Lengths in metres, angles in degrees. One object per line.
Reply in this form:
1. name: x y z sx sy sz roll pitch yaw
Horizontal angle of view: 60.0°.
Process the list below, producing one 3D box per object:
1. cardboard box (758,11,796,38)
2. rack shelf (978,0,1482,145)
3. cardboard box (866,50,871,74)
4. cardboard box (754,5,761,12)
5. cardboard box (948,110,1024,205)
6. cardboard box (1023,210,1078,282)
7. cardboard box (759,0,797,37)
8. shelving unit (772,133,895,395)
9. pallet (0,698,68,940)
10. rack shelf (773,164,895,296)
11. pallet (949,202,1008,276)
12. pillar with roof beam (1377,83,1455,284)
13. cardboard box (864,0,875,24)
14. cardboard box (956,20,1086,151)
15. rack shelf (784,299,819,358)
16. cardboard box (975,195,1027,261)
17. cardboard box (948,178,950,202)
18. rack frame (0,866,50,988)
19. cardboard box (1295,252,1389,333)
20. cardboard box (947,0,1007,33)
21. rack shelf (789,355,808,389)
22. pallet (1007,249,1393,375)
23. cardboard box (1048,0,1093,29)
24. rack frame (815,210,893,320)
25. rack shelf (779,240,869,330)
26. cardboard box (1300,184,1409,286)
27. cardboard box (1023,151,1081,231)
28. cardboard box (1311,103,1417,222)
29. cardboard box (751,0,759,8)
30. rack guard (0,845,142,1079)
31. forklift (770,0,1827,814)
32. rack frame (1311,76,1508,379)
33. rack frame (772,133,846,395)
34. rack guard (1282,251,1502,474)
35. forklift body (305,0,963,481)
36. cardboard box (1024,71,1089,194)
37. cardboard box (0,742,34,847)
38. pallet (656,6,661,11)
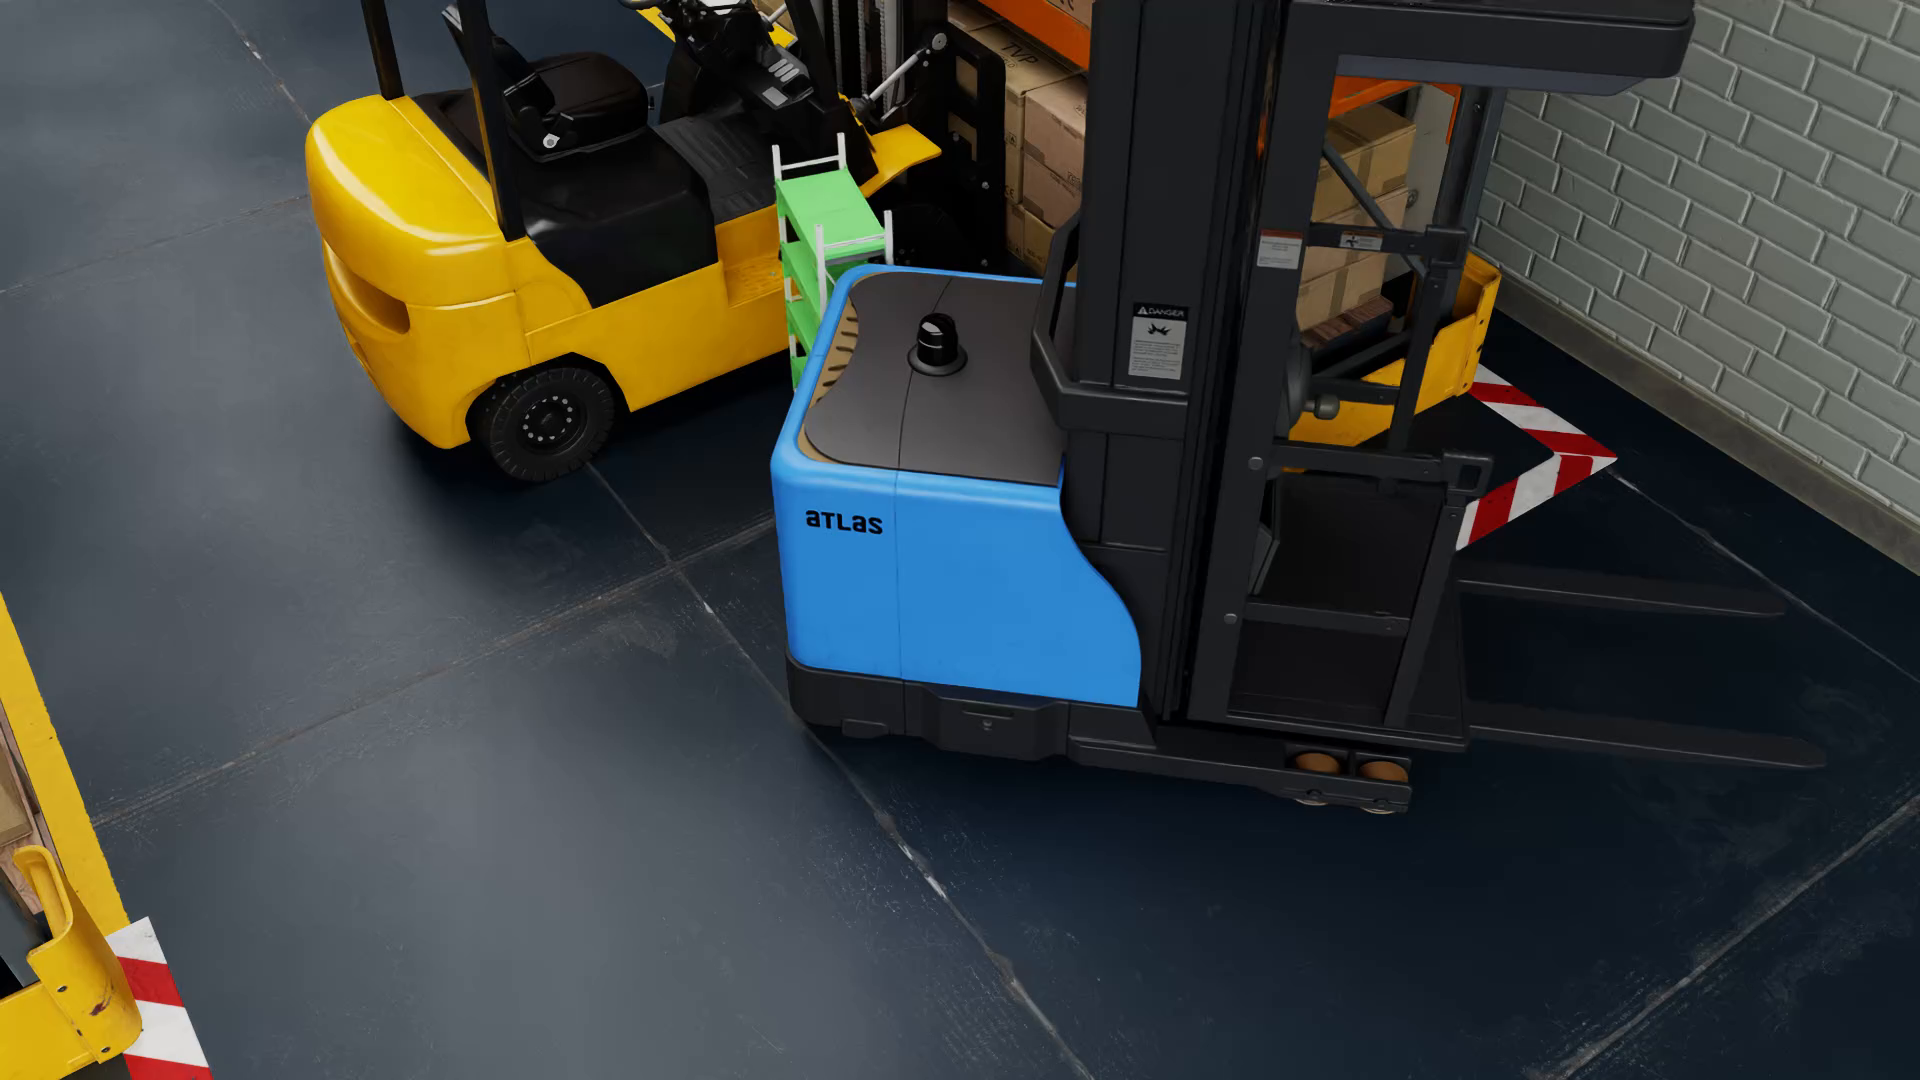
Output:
1. cardboard box: -0.581 -2.296 7.670 0.500 0.250 0.500 -27 50 -25
2. rack shelf: 0.255 -2.432 6.646 1.077 0.370 4.000 -26 49 -24
3. cardboard box: -0.298 -2.193 7.200 0.500 0.250 0.500 -26 50 -25
4. cardboard box: -0.884 -2.577 7.965 0.500 0.250 0.500 -25 49 -24
5. cardboard box: 0.274 -1.622 6.602 0.500 0.250 0.500 -27 50 -25
6. cardboard box: 0.594 -1.143 6.462 0.500 0.250 0.500 -26 49 -24
7. cardboard box: -0.576 -2.482 7.503 0.500 0.250 0.500 -26 49 -25
8. shelving unit: -0.406 -0.698 5.612 0.258 1.200 0.503 -14 45 -14
9. pallet: -3.149 0.895 4.659 1.003 0.211 1.213 -26 49 -24
10. rack shelf: -0.406 -0.999 5.324 0.258 0.148 0.480 -14 45 -14
11. pallet: 0.233 -1.658 7.333 1.003 0.211 1.213 -26 49 -24
12. pillar with roof beam: -1.791 -2.779 2.144 9.100 9.000 0.400 -26 49 -24
13. cardboard box: -0.292 -2.375 7.028 0.500 0.250 0.500 -24 49 -23
14. cardboard box: 0.286 -1.785 6.410 0.500 0.250 0.500 -25 49 -24
15. rack shelf: -0.406 -0.651 5.656 0.258 0.148 0.480 -14 45 -14
16. cardboard box: 0.316 -1.430 6.763 0.500 0.250 0.500 -25 49 -24
17. cardboard box: 0.000 -1.715 7.062 0.500 0.250 0.500 -24 49 -23
18. rack frame: -2.670 0.404 3.155 1.000 3.000 0.127 -26 49 -24
19. cardboard box: 1.279 -1.072 6.388 0.500 0.250 0.500 -26 49 -24
20. cardboard box: 0.002 -2.075 6.714 0.500 0.250 0.500 -27 50 -25
21. rack shelf: -0.406 -0.478 5.822 0.258 0.148 0.480 -14 45 -14
22. pallet: 0.927 -0.967 6.610 1.003 0.211 1.213 -26 49 -24
23. cardboard box: 0.613 -2.068 5.671 0.500 0.500 0.500 -24 49 -23
24. rack frame: -0.323 -0.539 5.446 0.240 1.200 0.015 -14 45 -14
25. rack shelf: -0.406 -0.825 5.490 0.258 0.148 0.480 -14 45 -14
26. cardboard box: 1.300 -1.246 6.208 0.500 0.250 0.500 -25 49 -24
27. cardboard box: 0.586 -1.338 6.304 0.500 0.250 0.500 -26 50 -25
28. cardboard box: 1.279 -1.425 6.034 0.500 0.250 0.500 -26 50 -25
29. cardboard box: -0.866 -2.767 7.801 0.500 0.250 0.500 -26 49 -25
30. rack guard: -2.713 1.265 4.063 1.175 0.500 0.348 -26 49 -24
31. forklift: 1.039 -0.650 4.308 3.031 2.935 1.130 6 44 7
32. rack frame: 1.399 -1.559 5.211 1.000 3.000 0.127 -26 49 -24
33. rack frame: -0.490 -0.856 5.778 0.240 1.200 0.015 -14 45 -14
34. rack guard: 1.413 -0.641 6.060 1.175 0.500 0.348 -26 49 -24
35. forklift body: -1.182 -1.606 5.874 2.313 2.155 1.214 -26 49 -24
36. cardboard box: 0.583 -1.503 6.115 0.500 0.250 0.500 -25 49 -24
37. cardboard box: -2.905 0.680 4.552 0.500 0.250 0.500 -26 49 -25
38. pallet: -1.343 -3.218 8.968 1.003 0.211 1.213 -26 49 -24
